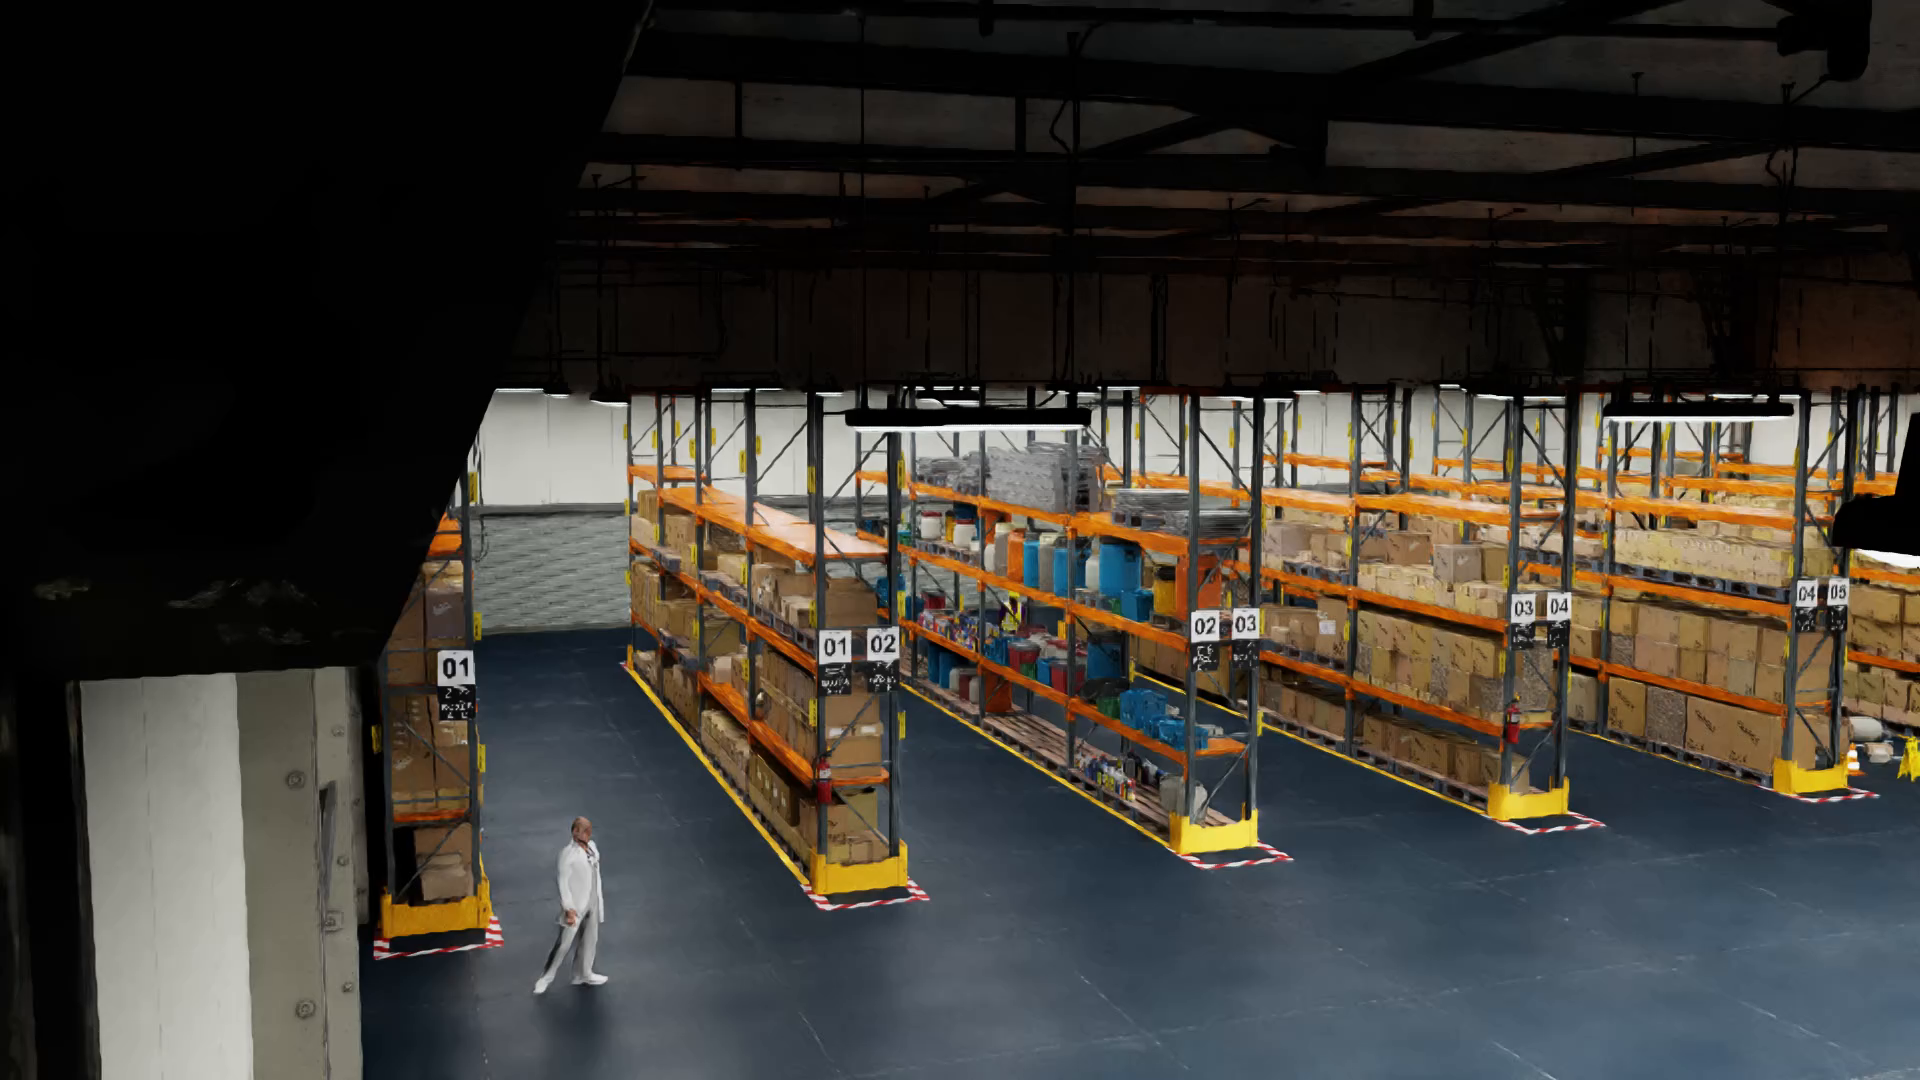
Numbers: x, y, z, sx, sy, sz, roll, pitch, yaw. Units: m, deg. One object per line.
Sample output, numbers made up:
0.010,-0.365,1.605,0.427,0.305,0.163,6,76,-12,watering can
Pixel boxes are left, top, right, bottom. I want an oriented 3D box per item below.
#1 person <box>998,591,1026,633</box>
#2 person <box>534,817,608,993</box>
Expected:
1.124,1.870,34.941,0.577,1.687,1.115,-2,6,-21,person
-3.981,3.707,16.924,0.539,1.764,0.783,3,7,28,person
